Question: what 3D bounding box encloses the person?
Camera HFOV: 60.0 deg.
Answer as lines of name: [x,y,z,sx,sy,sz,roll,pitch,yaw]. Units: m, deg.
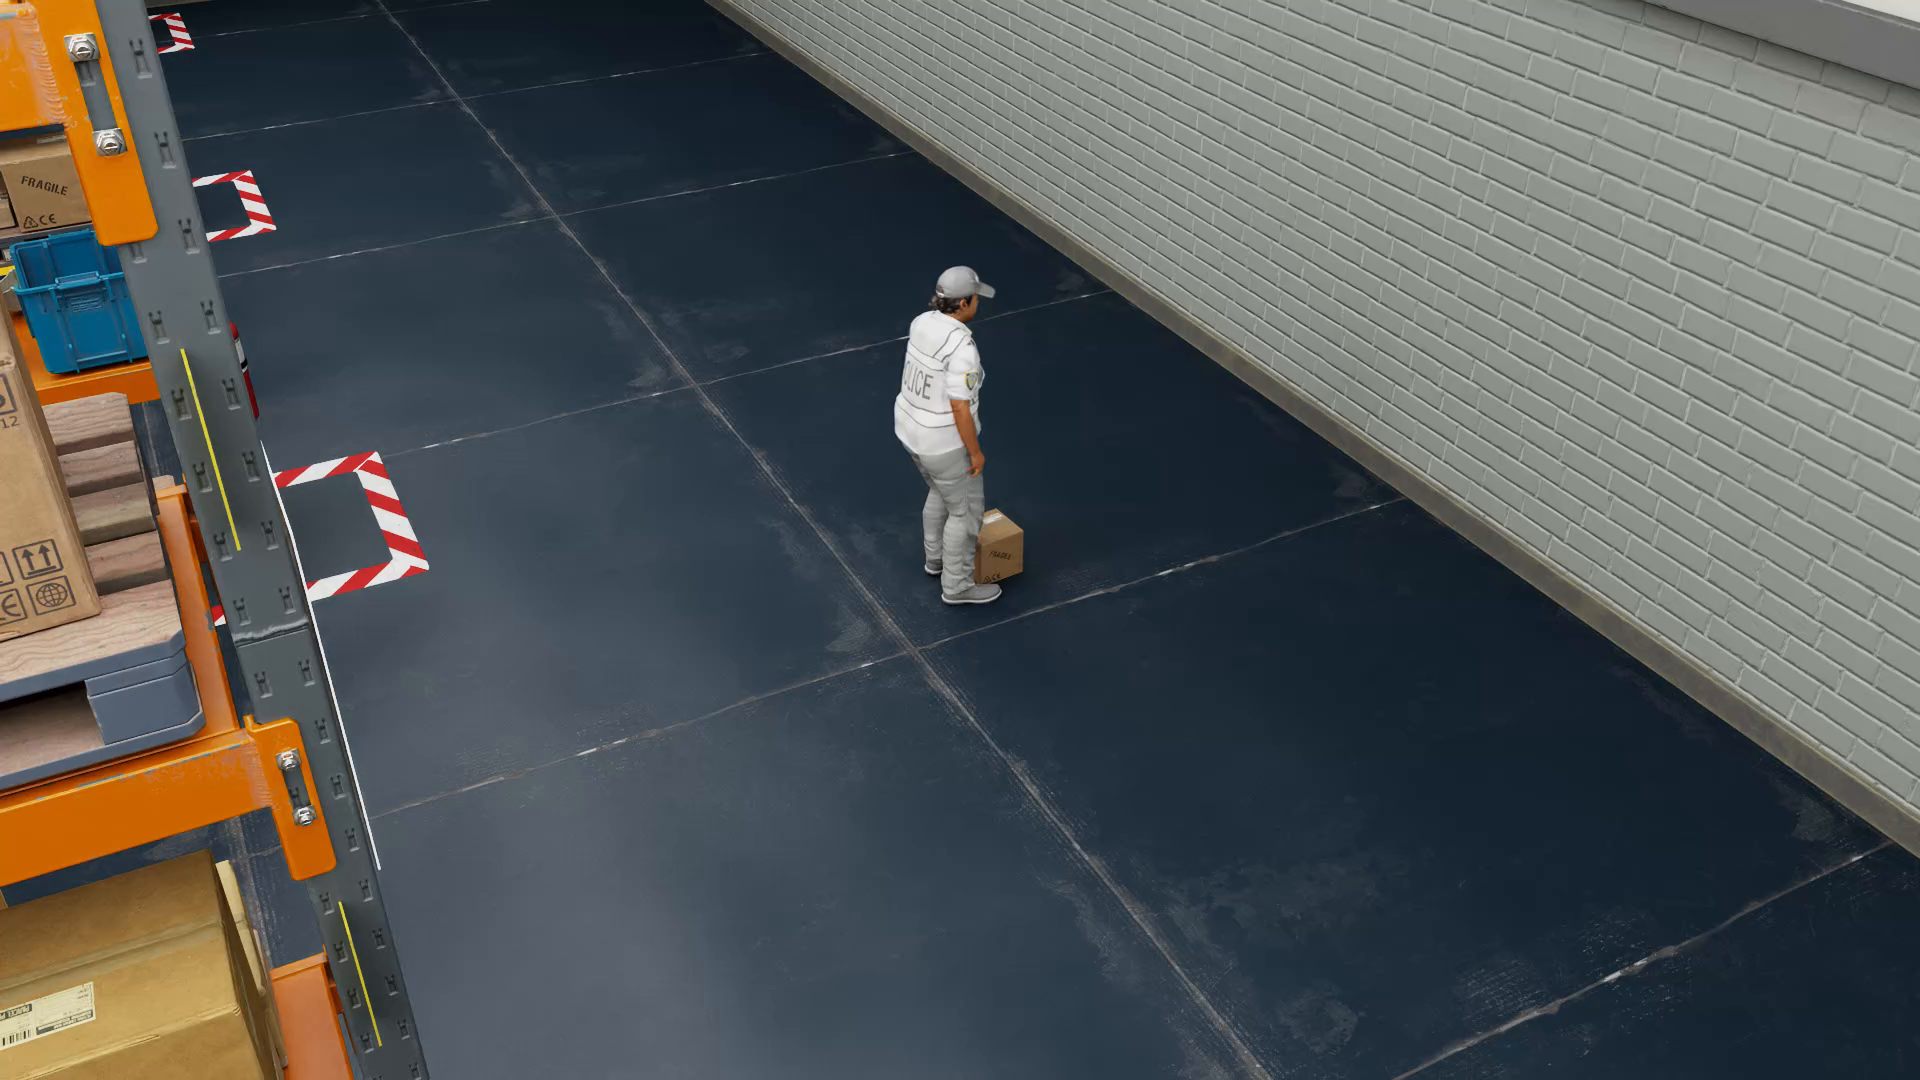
person: [-0.043,-0.498,7.894,0.473,1.666,0.548,-17,37,-24]
